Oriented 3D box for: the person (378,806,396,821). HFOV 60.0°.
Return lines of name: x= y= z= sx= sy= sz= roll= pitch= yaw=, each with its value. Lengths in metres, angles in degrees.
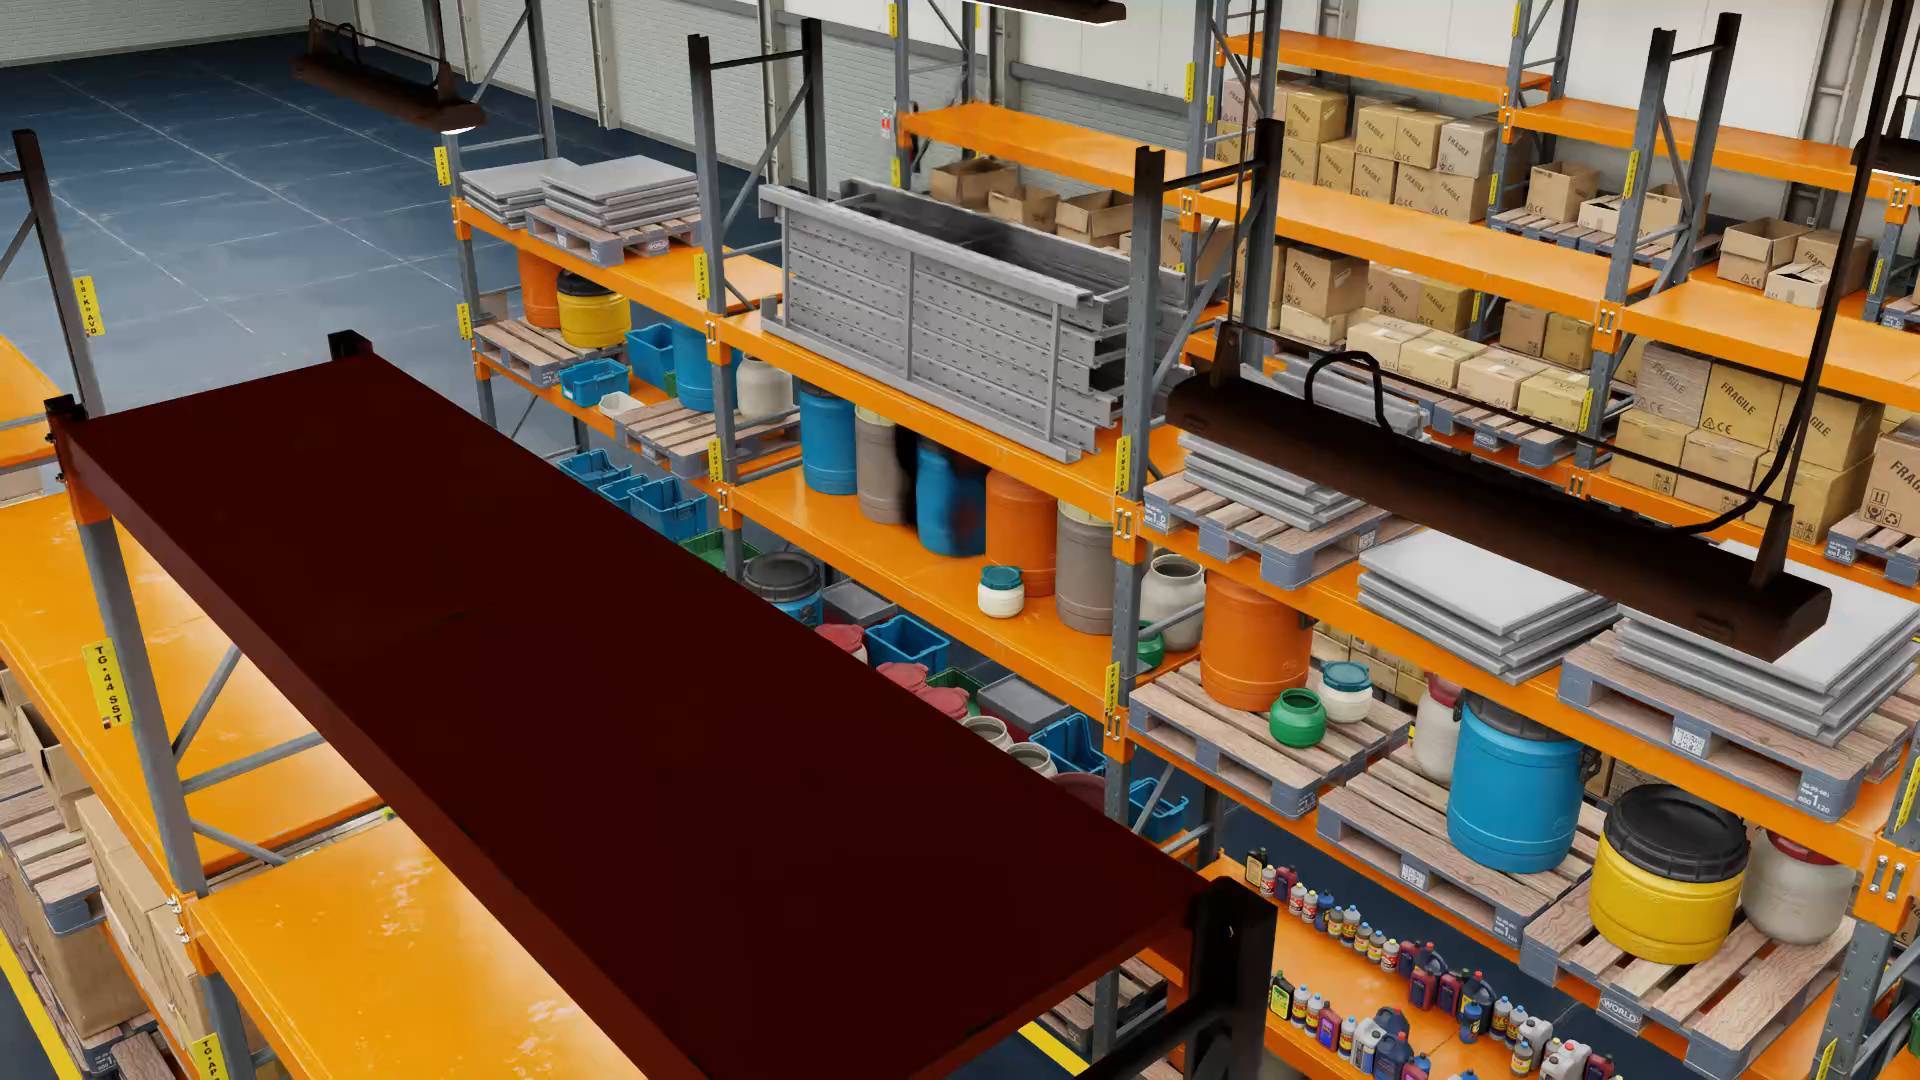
person: x=-4.169 y=1.934 z=11.795 sx=0.978 sy=1.779 sz=0.697 roll=22 pitch=34 yaw=37
